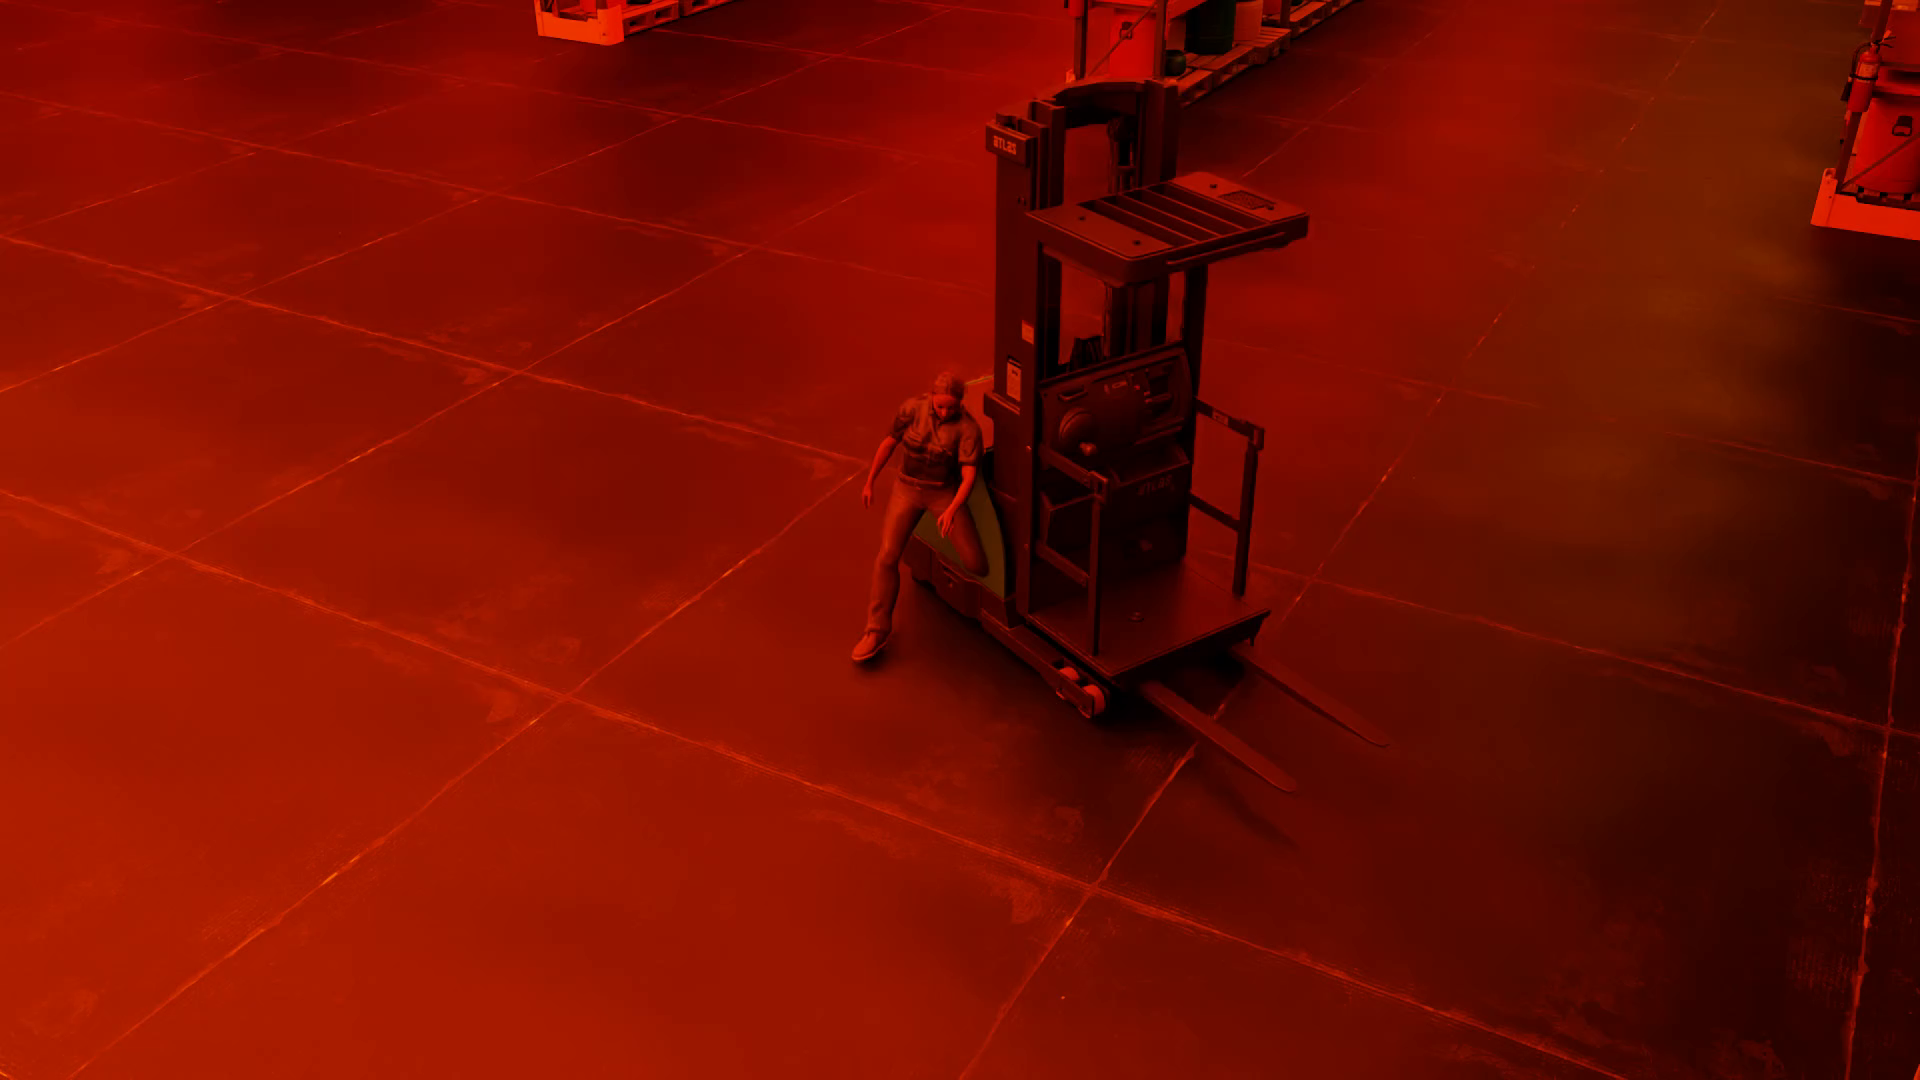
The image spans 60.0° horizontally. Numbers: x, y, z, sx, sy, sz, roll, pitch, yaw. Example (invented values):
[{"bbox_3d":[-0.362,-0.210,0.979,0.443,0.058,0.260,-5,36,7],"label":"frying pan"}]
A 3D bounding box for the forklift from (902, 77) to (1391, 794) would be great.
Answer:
[{"bbox_3d":[0.913,-0.642,8.183,1.130,2.935,3.031,-19,35,-30],"label":"forklift"}]

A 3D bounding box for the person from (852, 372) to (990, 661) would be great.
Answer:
[{"bbox_3d":[-0.150,-0.155,8.705,0.820,1.496,0.910,6,30,10],"label":"person"}]
